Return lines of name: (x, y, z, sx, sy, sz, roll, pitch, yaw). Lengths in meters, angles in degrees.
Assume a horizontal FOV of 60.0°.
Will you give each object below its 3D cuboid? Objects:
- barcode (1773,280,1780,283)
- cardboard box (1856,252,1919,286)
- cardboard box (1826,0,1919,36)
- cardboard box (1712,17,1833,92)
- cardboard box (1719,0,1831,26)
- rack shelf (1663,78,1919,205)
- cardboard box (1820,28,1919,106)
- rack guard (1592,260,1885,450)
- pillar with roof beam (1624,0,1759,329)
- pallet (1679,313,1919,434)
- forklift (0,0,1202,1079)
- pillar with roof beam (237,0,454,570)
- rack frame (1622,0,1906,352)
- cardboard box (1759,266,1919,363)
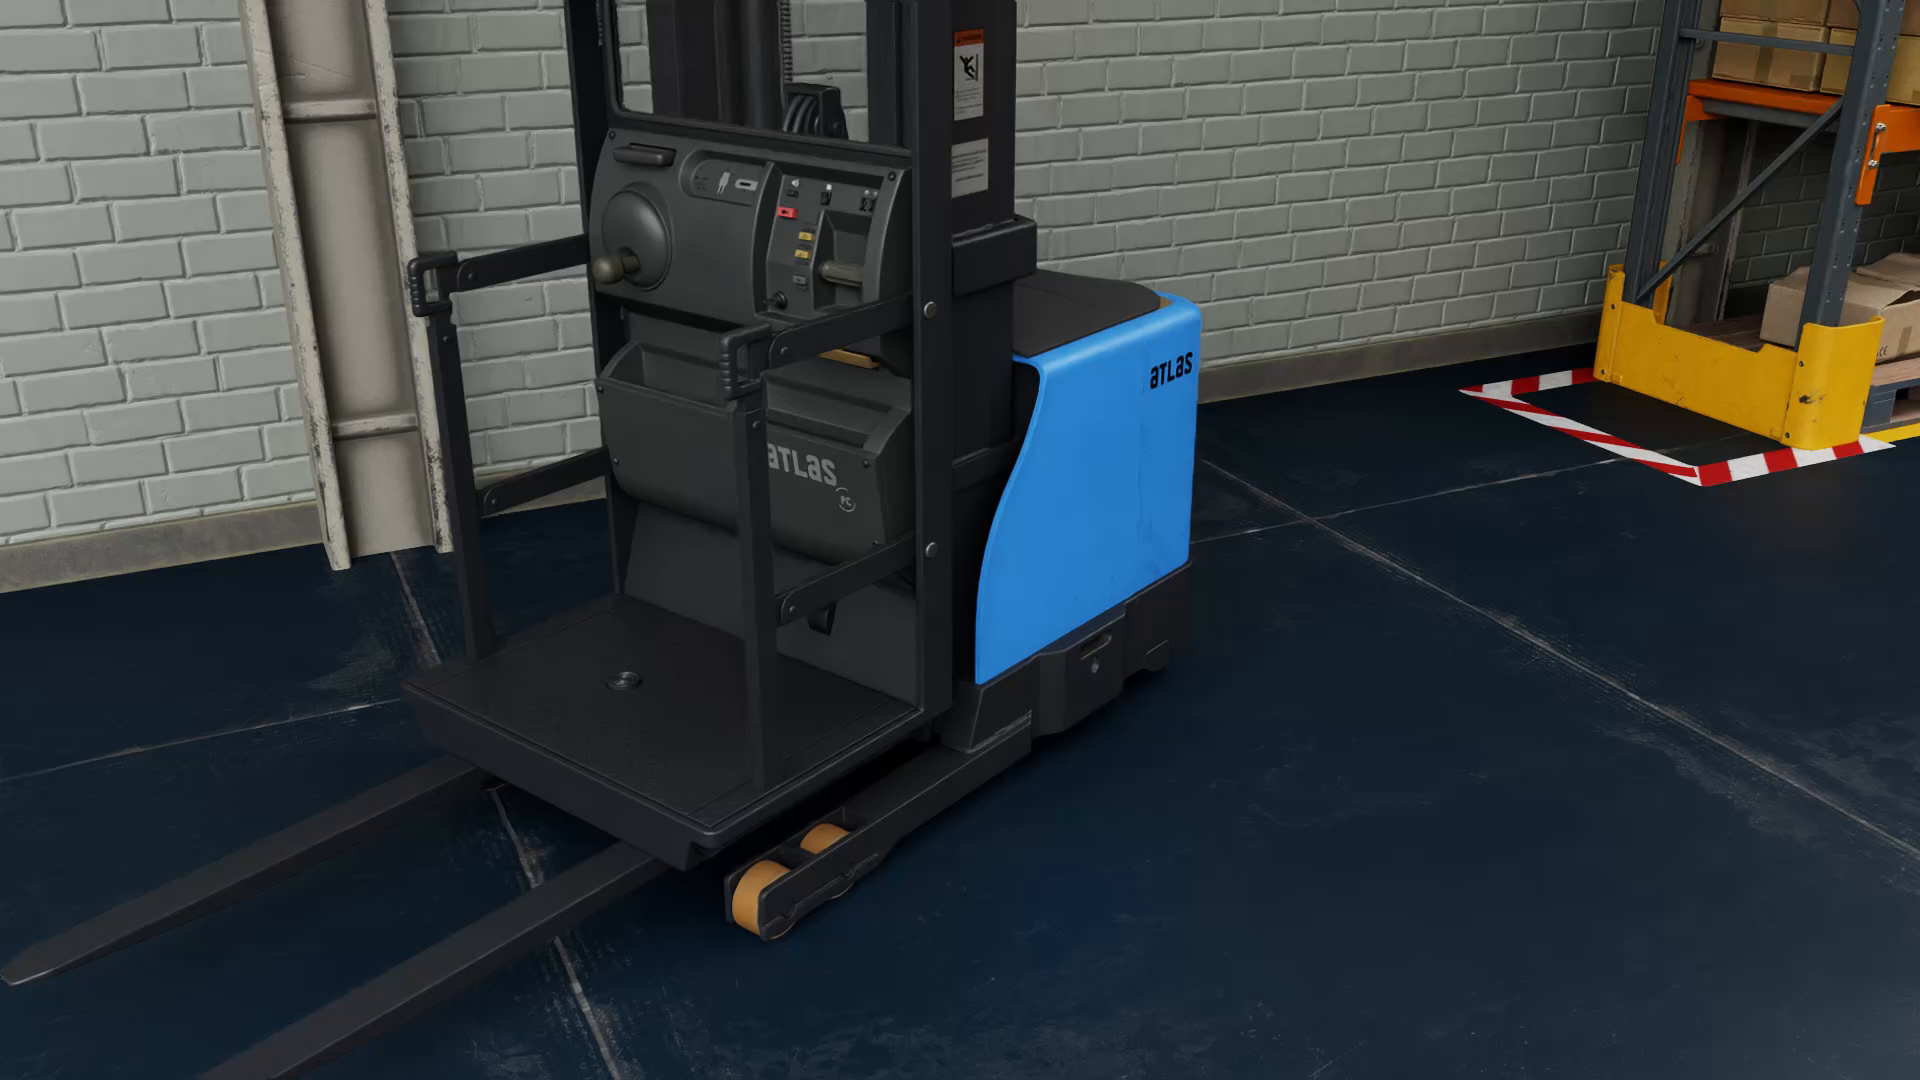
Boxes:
barcode: (3.693, -1.141, 7.512, 0.075, 0.075, 0.001, -10, 25, -24)
cardboard box: (4.364, -1.090, 7.402, 0.500, 0.311, 0.500, -8, 24, -19)
cardboard box: (3.749, -2.213, 6.364, 0.500, 0.500, 0.500, -10, 25, -24)
cardboard box: (3.525, -2.035, 6.915, 0.500, 0.250, 0.500, -10, 25, -23)
cardboard box: (3.521, -2.389, 6.789, 0.500, 0.500, 0.500, -11, 25, -24)
rack shelf: (4.990, -1.950, 7.481, 4.000, 0.370, 1.077, -10, 25, -24)
cardboard box: (3.765, -1.863, 6.498, 0.500, 0.250, 0.500, -11, 25, -25)
rack guard: (3.257, -0.809, 7.050, 0.348, 0.500, 1.175, -10, 25, -24)
pillar with roof beam: (5.311, -3.654, 2.811, 0.400, 9.000, 9.100, -10, 25, -24)
pallet: (4.004, -0.798, 7.401, 1.213, 0.211, 1.003, -10, 25, -24)
forklift: (-0.633, -0.696, 3.599, 1.130, 2.935, 3.031, 17, 28, 35)
pillar with roof beam: (-0.096, -2.658, 0.406, 0.400, 9.000, 9.100, -10, 25, -24)
rack frame: (3.188, -1.951, 6.541, 0.127, 3.000, 1.000, -10, 25, -24)
cardboard box: (3.851, -0.996, 7.174, 0.500, 0.311, 0.500, -14, 26, -30)
